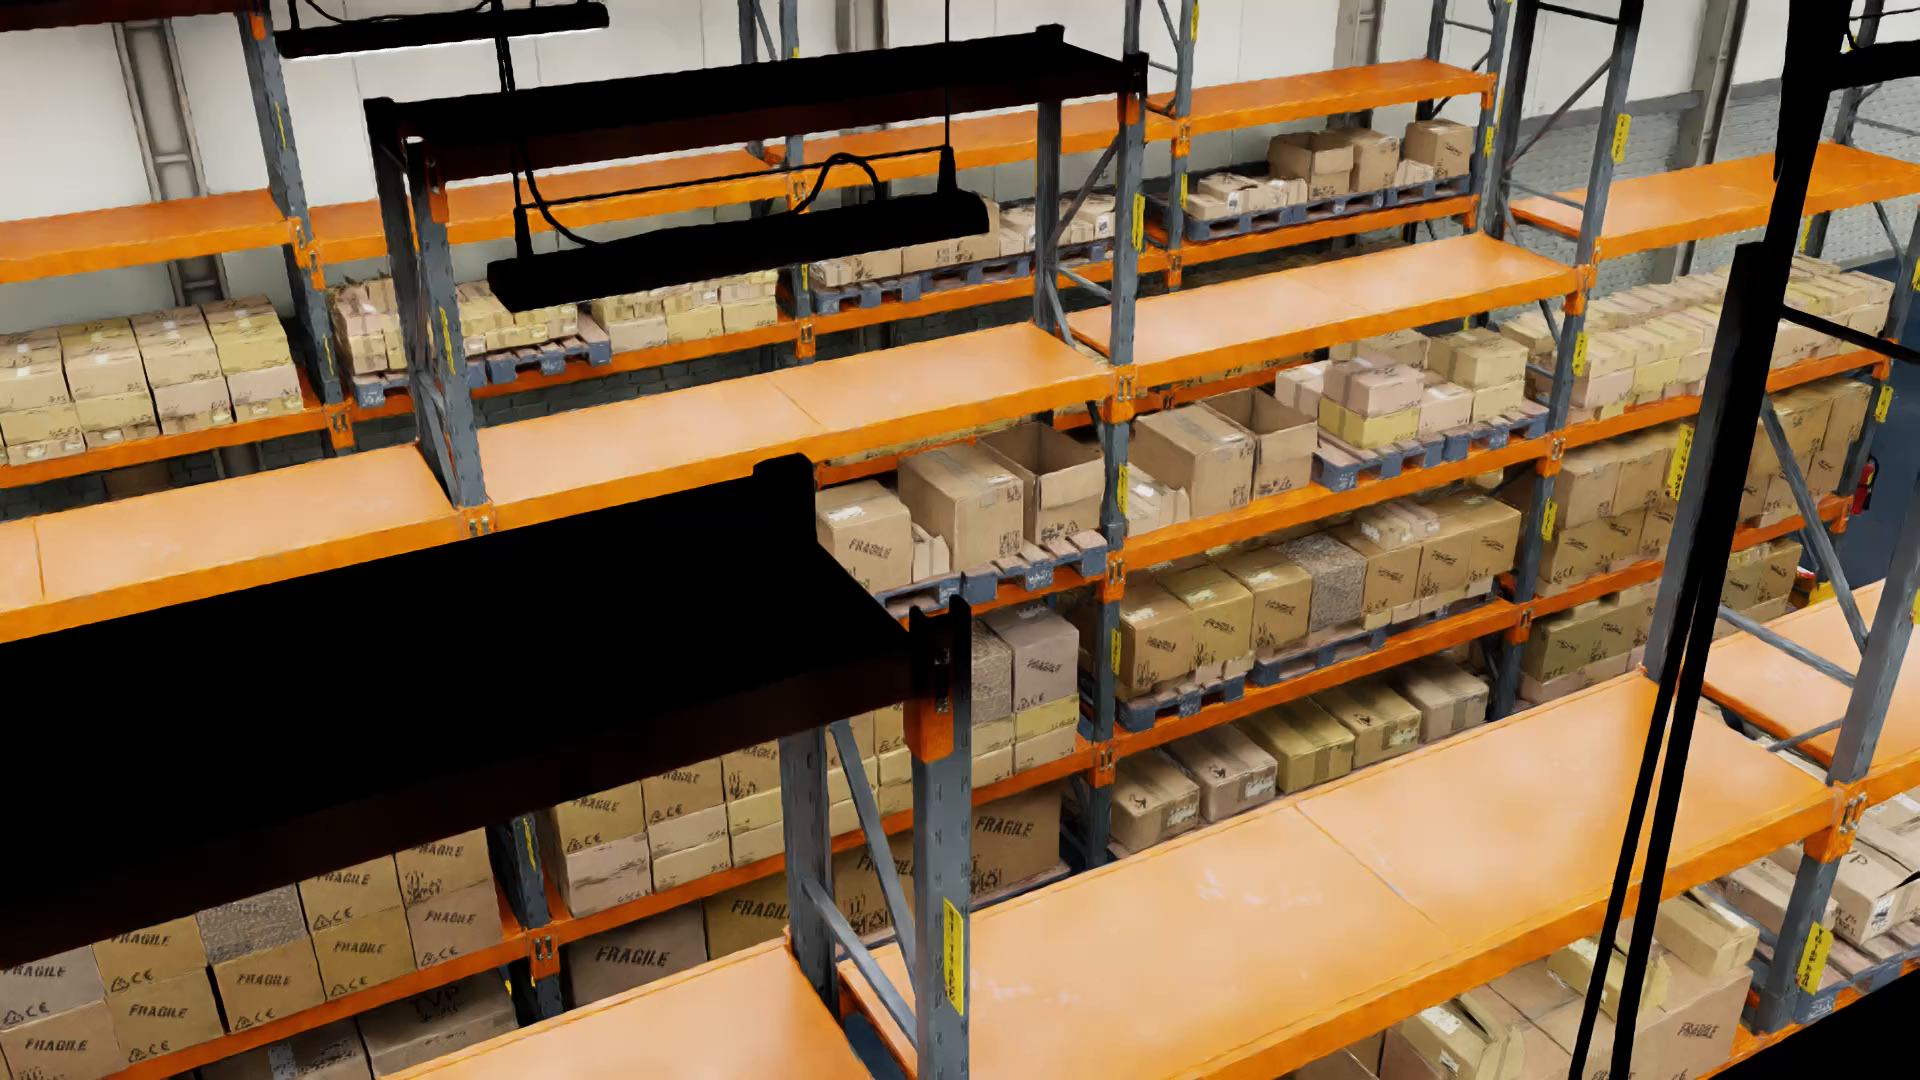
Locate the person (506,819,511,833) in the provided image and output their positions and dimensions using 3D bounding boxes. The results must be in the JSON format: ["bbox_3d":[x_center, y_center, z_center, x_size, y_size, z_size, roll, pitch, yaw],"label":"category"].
[{"bbox_3d":[-3.250,1.675,12.109,0.523,1.591,0.522,1,28,1],"label":"person"}]
